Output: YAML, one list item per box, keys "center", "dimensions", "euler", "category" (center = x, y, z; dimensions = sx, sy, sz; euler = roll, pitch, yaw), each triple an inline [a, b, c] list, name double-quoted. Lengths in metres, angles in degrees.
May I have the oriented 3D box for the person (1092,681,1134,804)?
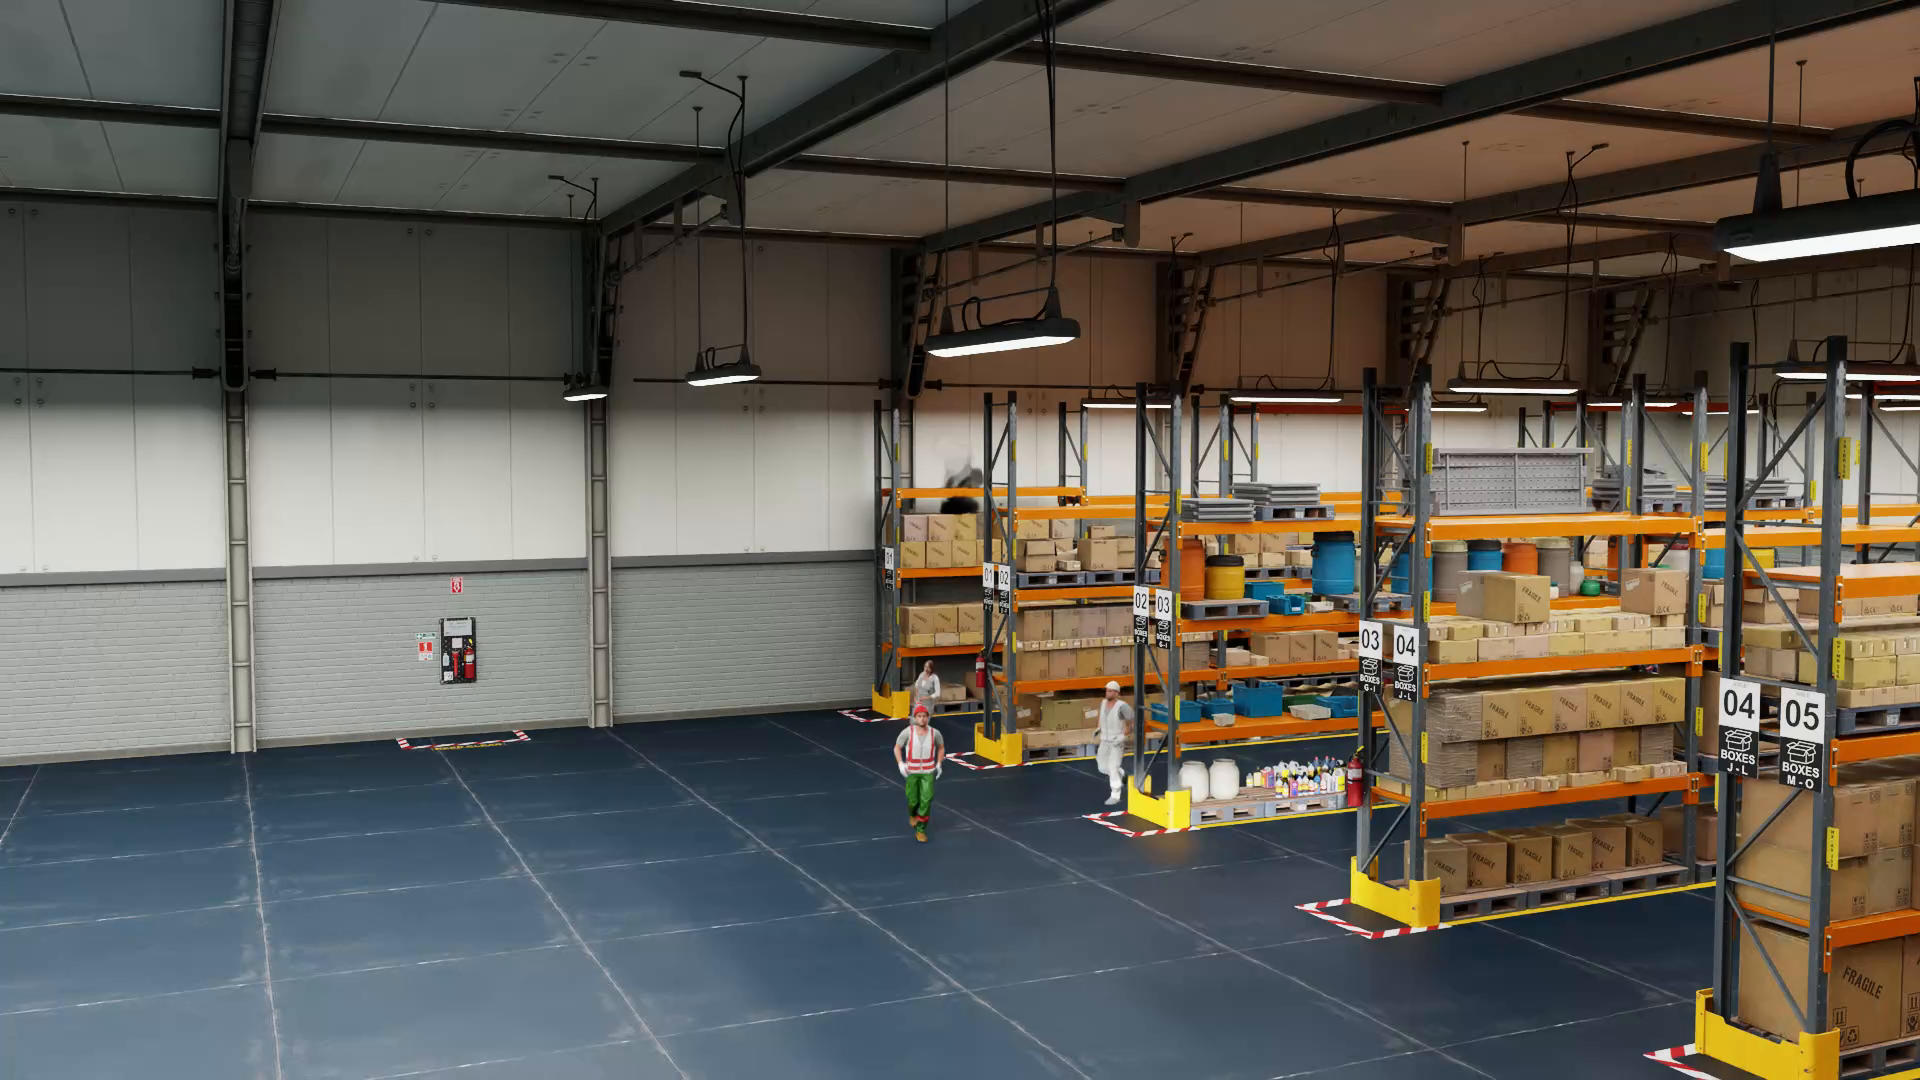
- center: [2.275, 2.909, 24.013]
  dimensions: [0.700, 1.776, 0.610]
  euler: [3, 5, 45]
  category: "person"

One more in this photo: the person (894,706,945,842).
- center: [-0.522, 3.029, 21.756]
  dimensions: [0.666, 1.750, 0.623]
  euler: [0, 3, -6]
  category: "person"

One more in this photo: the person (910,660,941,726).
- center: [-0.570, 2.781, 27.729]
  dimensions: [0.568, 1.533, 0.563]
  euler: [1, 4, 24]
  category: "person"
